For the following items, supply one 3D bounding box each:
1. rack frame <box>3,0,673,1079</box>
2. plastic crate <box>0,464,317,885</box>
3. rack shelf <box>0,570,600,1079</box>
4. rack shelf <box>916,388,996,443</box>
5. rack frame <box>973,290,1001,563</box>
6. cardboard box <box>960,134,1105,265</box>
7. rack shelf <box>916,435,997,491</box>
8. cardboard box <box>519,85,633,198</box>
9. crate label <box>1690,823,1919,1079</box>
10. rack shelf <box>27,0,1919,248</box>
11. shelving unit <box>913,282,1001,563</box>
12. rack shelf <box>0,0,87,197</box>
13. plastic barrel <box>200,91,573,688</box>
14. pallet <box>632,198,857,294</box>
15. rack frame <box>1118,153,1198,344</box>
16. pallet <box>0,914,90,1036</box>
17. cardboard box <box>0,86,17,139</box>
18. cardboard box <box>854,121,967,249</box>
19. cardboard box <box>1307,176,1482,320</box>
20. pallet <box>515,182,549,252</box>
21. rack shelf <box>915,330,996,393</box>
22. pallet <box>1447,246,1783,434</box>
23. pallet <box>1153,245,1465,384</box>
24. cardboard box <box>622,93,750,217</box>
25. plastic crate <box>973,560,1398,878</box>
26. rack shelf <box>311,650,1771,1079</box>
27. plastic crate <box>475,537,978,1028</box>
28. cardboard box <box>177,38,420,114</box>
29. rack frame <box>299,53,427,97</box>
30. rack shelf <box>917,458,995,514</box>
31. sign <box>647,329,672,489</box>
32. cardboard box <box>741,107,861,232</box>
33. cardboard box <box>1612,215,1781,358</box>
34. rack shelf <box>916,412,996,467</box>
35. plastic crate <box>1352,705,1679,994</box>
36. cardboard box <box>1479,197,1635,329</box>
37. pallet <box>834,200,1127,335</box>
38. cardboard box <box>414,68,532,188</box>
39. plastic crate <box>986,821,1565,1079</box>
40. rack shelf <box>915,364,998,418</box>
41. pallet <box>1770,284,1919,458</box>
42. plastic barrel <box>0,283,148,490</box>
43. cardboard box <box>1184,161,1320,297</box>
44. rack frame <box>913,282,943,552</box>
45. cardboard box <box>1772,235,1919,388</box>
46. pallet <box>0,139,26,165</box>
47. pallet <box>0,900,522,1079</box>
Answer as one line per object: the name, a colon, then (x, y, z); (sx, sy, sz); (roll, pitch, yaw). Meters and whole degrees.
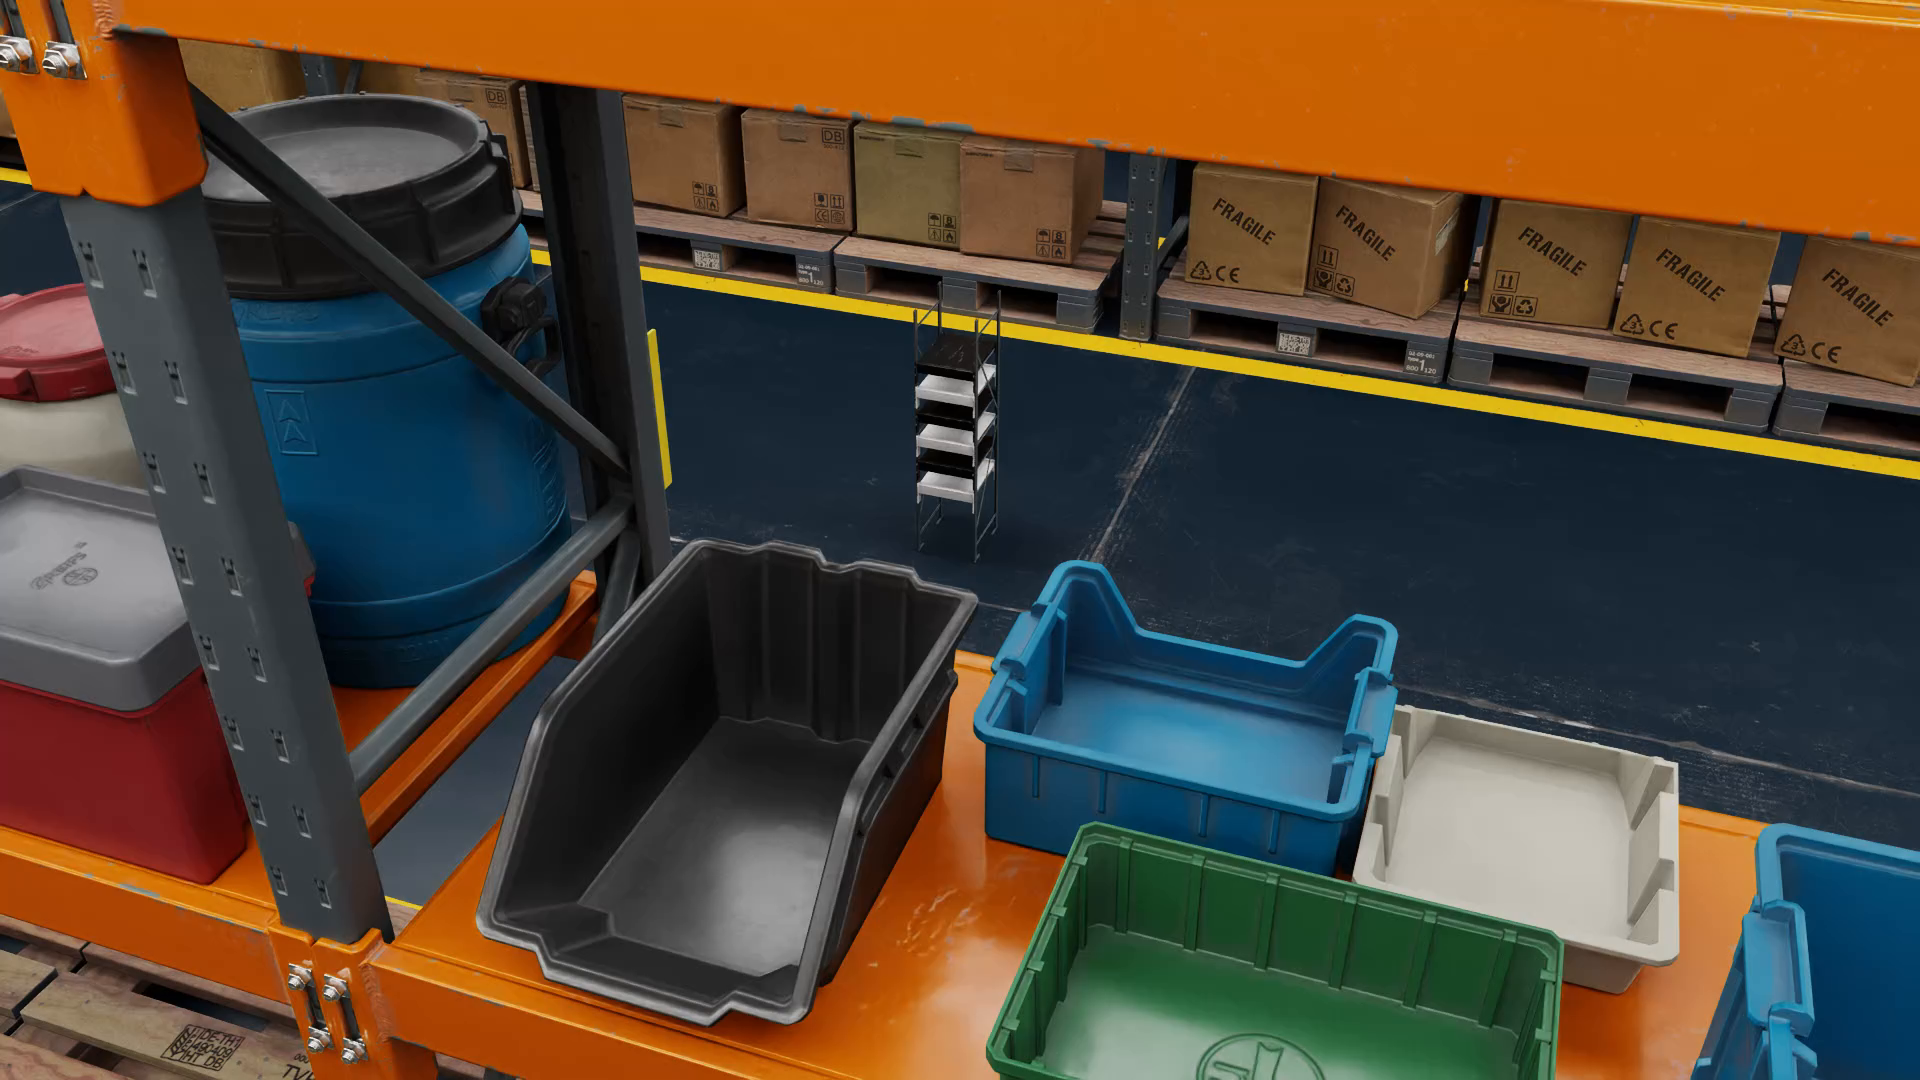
rack frame: (-0.769, 0.172, 2.718); (0.127, 3.000, 1.000); (11, 34, 16)
plastic crate: (-1.328, 0.213, 2.596); (0.583, 0.464, 0.402); (11, 34, 16)
rack shelf: (-2.652, 0.108, 3.480); (4.000, 0.370, 1.077); (11, 34, 16)
rack shelf: (-0.008, -0.427, 5.477); (0.200, 0.077, 0.258); (11, 34, 16)
rack frame: (0.088, -0.361, 5.479); (0.006, 0.900, 0.240); (11, 34, 16)
cardboard box: (0.331, -1.615, 7.385); (0.500, 0.500, 0.700); (8, 34, 13)
rack shelf: (-0.008, -0.276, 5.575); (0.200, 0.077, 0.258); (11, 34, 16)
cardboard box: (-1.700, -2.016, 8.006); (0.500, 0.500, 0.700); (8, 34, 12)
crate label: (1.172, 0.691, 1.882); (0.616, 0.435, 0.502); (11, 34, 16)
rack shelf: (1.114, -0.420, 1.532); (4.000, 0.370, 1.077); (11, 34, 16)
shelving unit: (-0.008, -0.380, 5.508); (0.210, 0.900, 0.258); (11, 34, 16)
rack shelf: (-2.652, -1.152, 2.666); (4.000, 0.370, 1.077); (11, 34, 16)
plastic barrel: (-1.031, -0.264, 2.931); (0.708, 0.901, 0.600); (11, 34, 16)
pallet: (-0.984, -1.549, 7.955); (1.213, 0.211, 1.003); (11, 34, 16)
rack frame: (0.902, -2.357, 6.635); (0.127, 3.000, 1.000); (11, 34, 16)
pallet: (-2.674, 0.997, 4.010); (1.213, 0.211, 1.003); (11, 34, 16)
cardboard box: (-4.343, -2.677, 8.702); (0.875, 0.875, 1.225); (11, 34, 17)
cardboard box: (-0.112, -1.712, 7.535); (0.500, 0.500, 0.700); (11, 34, 16)
cardboard box: (1.807, -1.289, 6.898); (0.500, 0.500, 0.500); (23, 39, 31)
pallet: (-2.129, -1.774, 8.302); (1.213, 0.211, 1.003); (11, 34, 16)
rack shelf: (-0.008, -0.578, 5.380); (0.200, 0.077, 0.258); (11, 34, 16)
pallet: (2.698, -0.858, 6.884); (1.213, 0.211, 1.003); (11, 34, 16)
pallet: (1.546, -1.080, 7.229); (1.213, 0.211, 1.003); (11, 34, 16)
cardboard box: (-1.164, -1.916, 7.851); (0.500, 0.500, 0.700); (14, 35, 20)
plastic crate: (0.364, 0.299, 2.659); (0.616, 0.251, 0.499); (11, 34, 16)
rack shelf: (1.114, 0.840, 2.346); (4.000, 0.370, 1.077); (11, 34, 16)
plastic crate: (-0.319, 0.359, 2.486); (0.504, 0.338, 0.767); (11, 34, 16)
cardboard box: (-3.506, -2.510, 8.443); (0.875, 0.875, 1.225); (9, 34, 14)
rack frame: (-2.864, -3.089, 7.769); (0.127, 3.000, 1.000); (11, 34, 16)
rack shelf: (-0.008, -0.200, 5.624); (0.200, 0.077, 0.258); (11, 34, 16)
sign: (-0.573, -0.223, 3.075); (0.005, 0.325, 0.100); (11, 34, 16)
cardboard box: (-0.638, -1.814, 7.693); (0.500, 0.500, 0.700); (8, 34, 12)
cardboard box: (2.928, -1.090, 6.590); (0.500, 0.500, 0.500); (14, 35, 21)
rack shelf: (-0.008, -0.352, 5.526); (0.200, 0.077, 0.258); (11, 34, 16)
plastic crate: (0.845, 0.451, 2.529); (0.437, 0.136, 0.530); (11, 34, 16)
cardboard box: (2.418, -1.215, 6.784); (0.500, 0.500, 0.500); (8, 34, 12)
pallet: (0.168, -1.327, 7.611); (1.213, 0.211, 1.003); (11, 34, 16)
cardboard box: (-2.226, -2.111, 8.153); (0.500, 0.500, 0.700); (9, 34, 14)
plastic crate: (0.413, 0.654, 2.167); (0.662, 0.188, 0.450); (11, 34, 16)
rack shelf: (-0.008, -0.503, 5.429); (0.200, 0.077, 0.258); (11, 34, 16)
pallet: (3.843, -0.634, 6.537); (1.213, 0.211, 1.003); (11, 34, 16)
plastic barrel: (-1.596, -0.172, 3.126); (0.433, 0.535, 0.433); (0, 33, 0)
cardboard box: (1.265, -1.389, 7.054); (0.500, 0.500, 0.500); (10, 34, 15)
rack frame: (-0.103, -0.398, 5.537); (0.006, 0.900, 0.240); (11, 34, 16)
cardboard box: (3.511, -0.966, 6.398); (0.500, 0.500, 0.500); (21, 38, 29)
pallet: (-4.725, -2.324, 9.155); (1.213, 0.211, 1.003); (11, 34, 16)
pallet: (-1.522, 1.220, 3.666); (1.213, 0.211, 1.003); (11, 34, 16)
